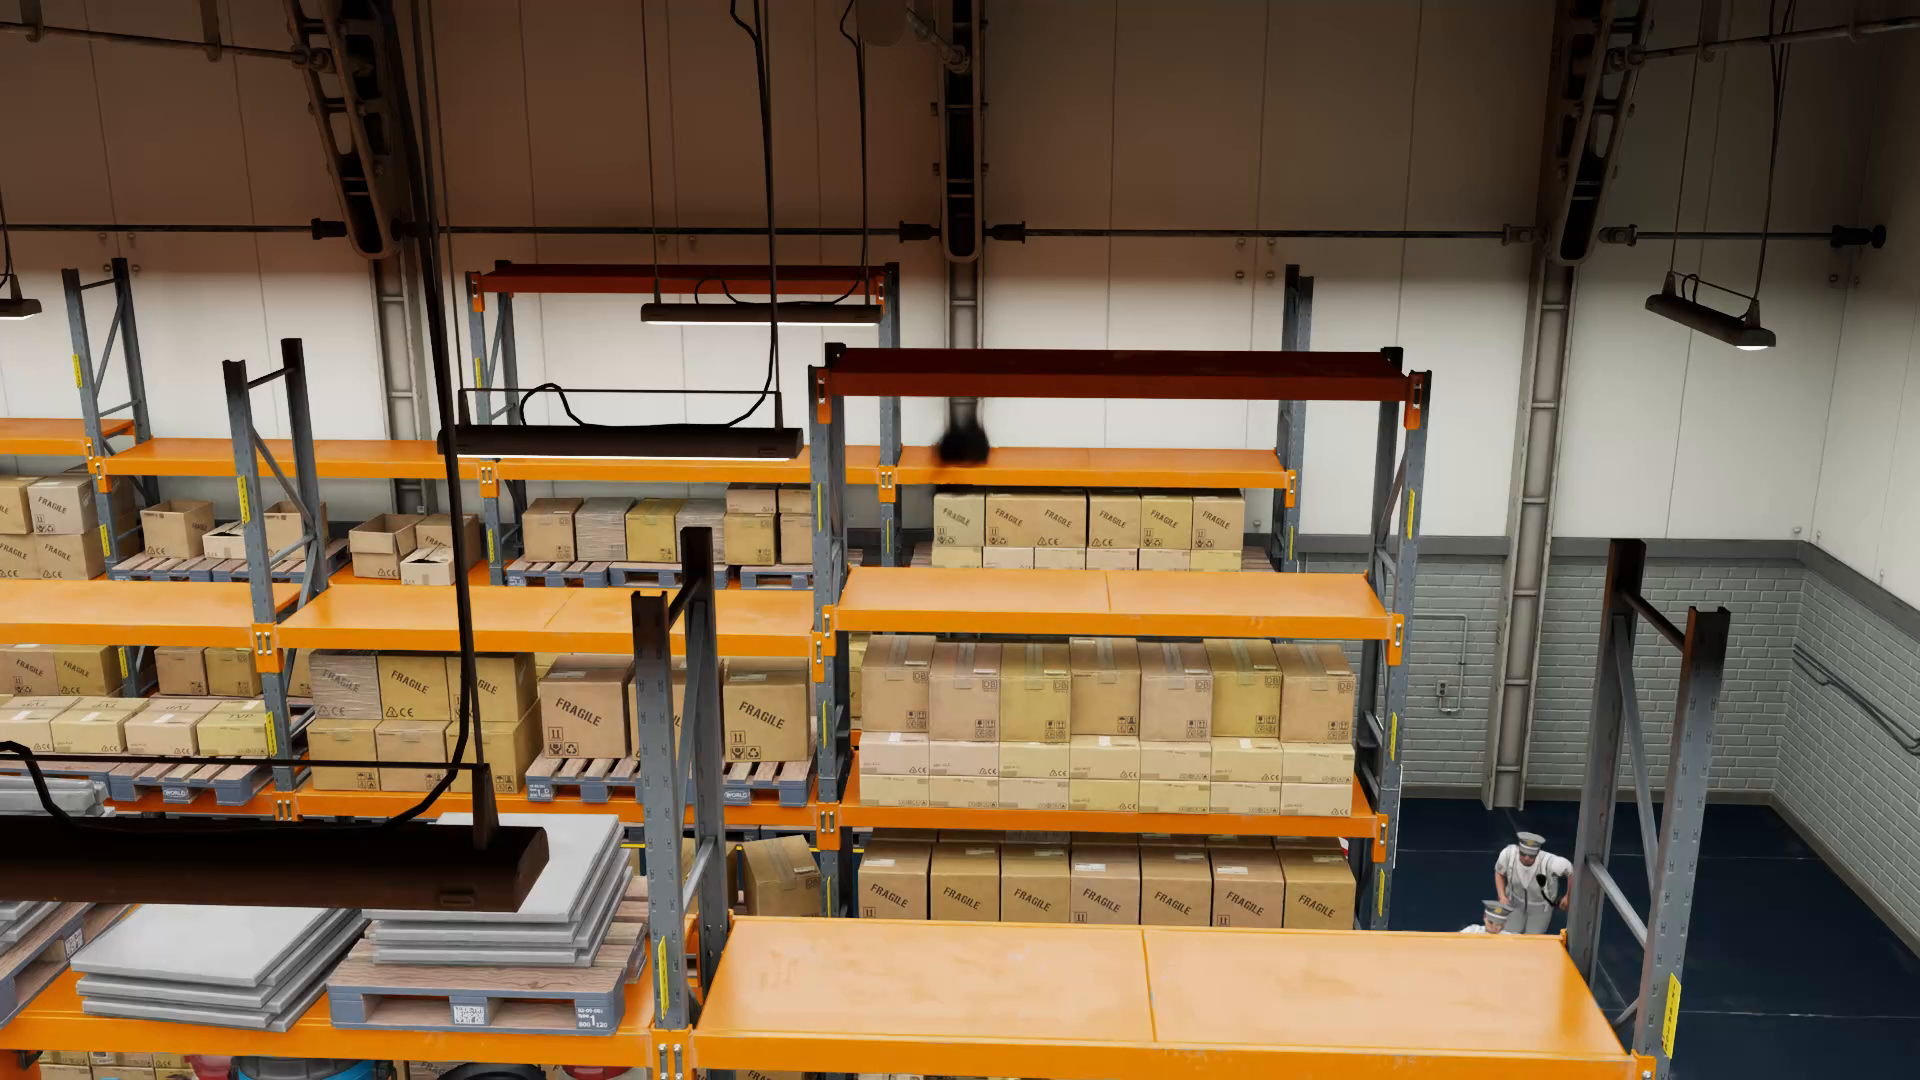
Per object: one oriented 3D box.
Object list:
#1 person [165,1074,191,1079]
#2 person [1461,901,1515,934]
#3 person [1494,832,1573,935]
[{"bbox_3d":[-4.794,4.282,11.068,1.041,1.503,0.571,5,17,15],"label":"person"},{"bbox_3d":[4.139,3.595,13.134,0.644,1.682,0.934,8,18,26],"label":"person"},{"bbox_3d":[5.065,3.222,14.691,0.687,1.584,0.849,9,18,28],"label":"person"}]
